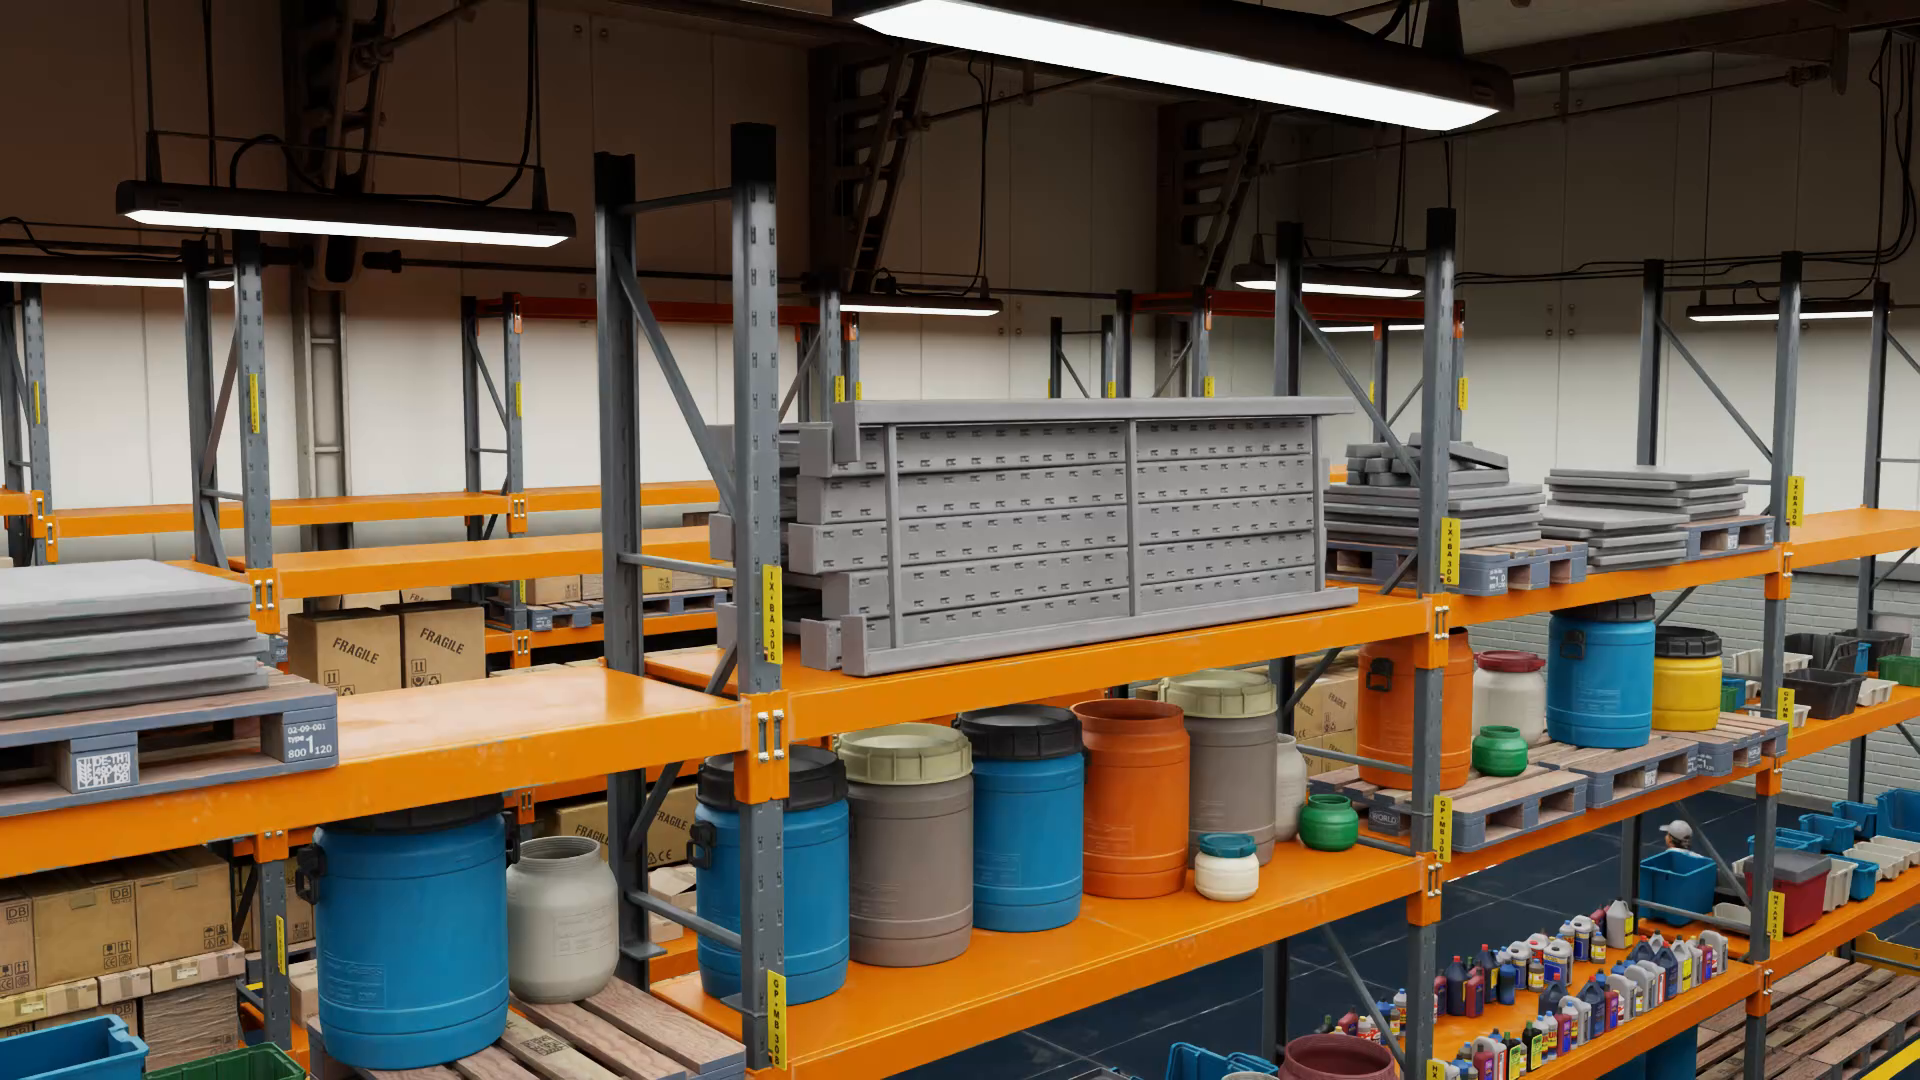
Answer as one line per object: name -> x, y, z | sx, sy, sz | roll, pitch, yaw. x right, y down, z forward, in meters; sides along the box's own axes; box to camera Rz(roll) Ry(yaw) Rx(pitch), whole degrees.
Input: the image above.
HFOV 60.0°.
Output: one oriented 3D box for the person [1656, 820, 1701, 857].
person -> 5.788, 3.062, 13.522 | 0.485, 1.606, 0.952 | 1, 6, 11
